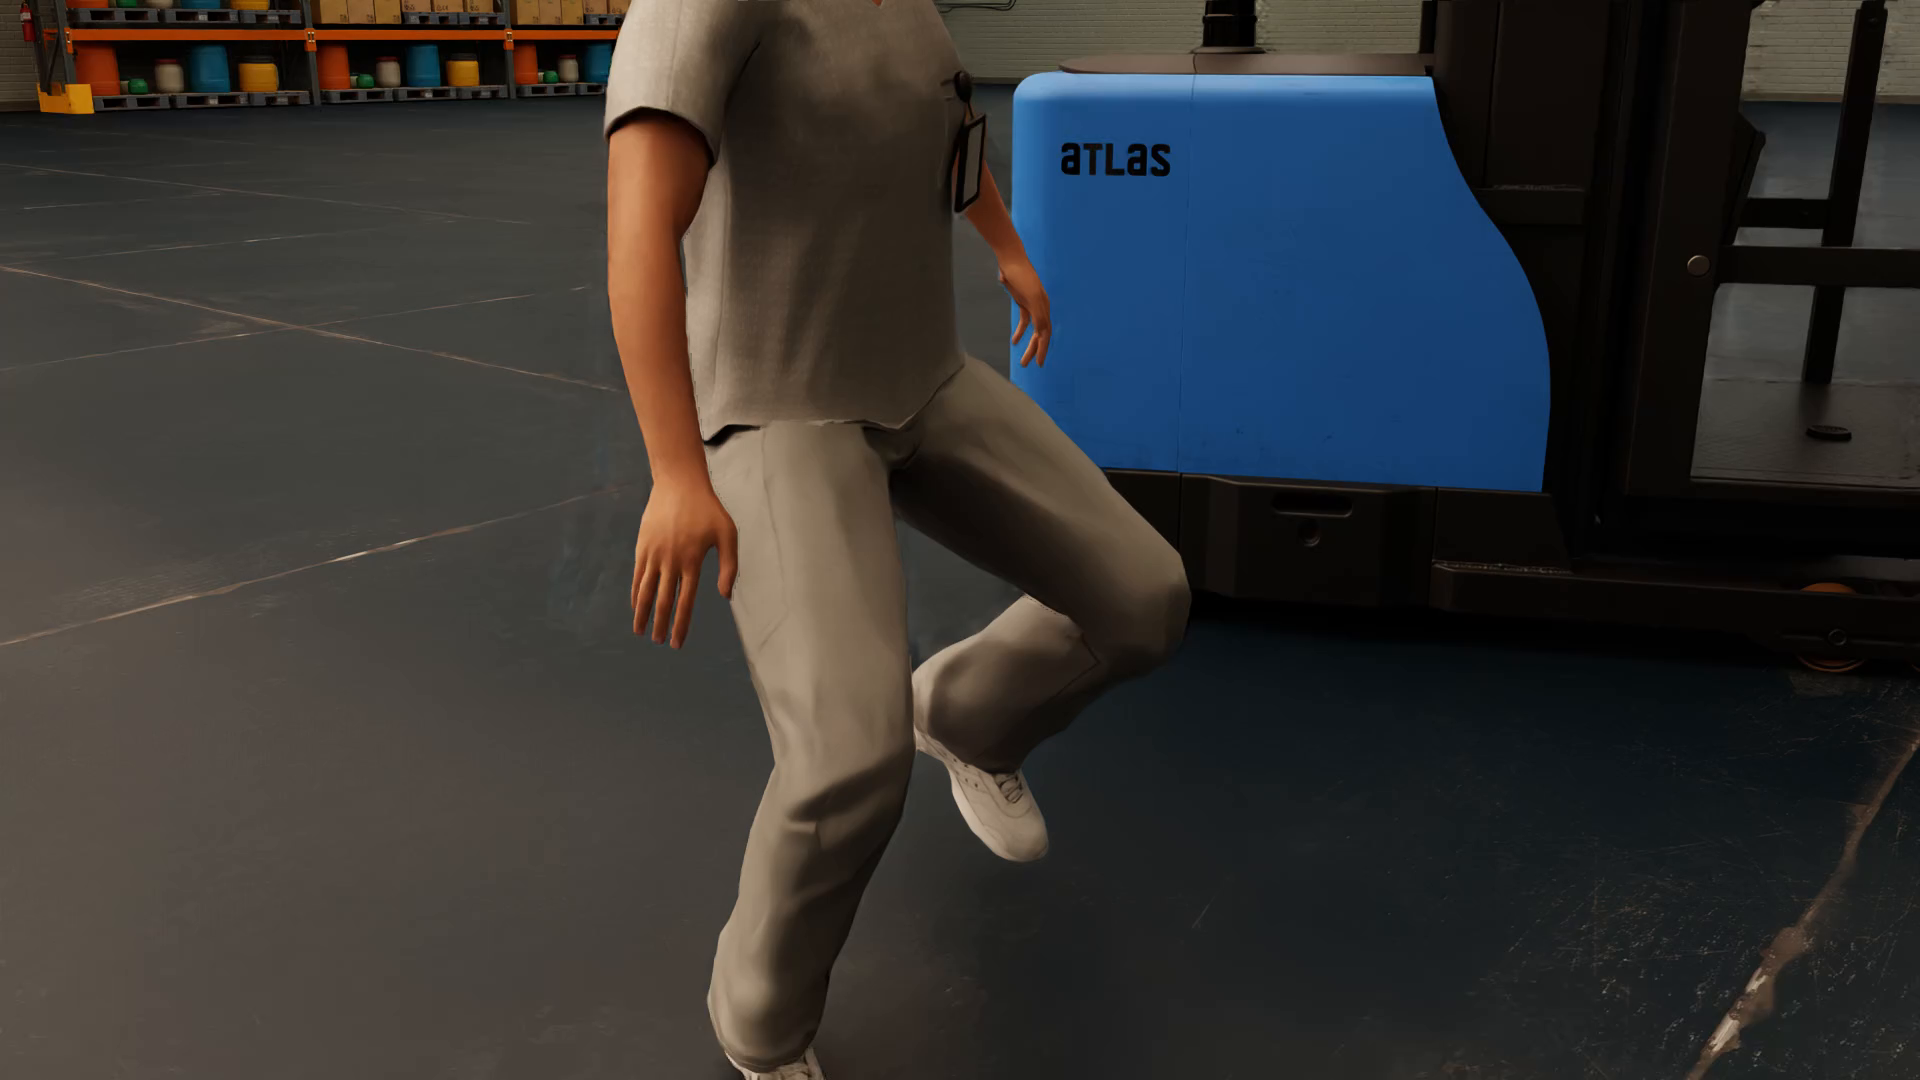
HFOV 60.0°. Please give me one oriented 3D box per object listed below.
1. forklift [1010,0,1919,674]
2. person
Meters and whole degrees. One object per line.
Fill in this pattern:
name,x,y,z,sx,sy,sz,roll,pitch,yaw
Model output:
forklift,1.662,-1.310,3.212,3.031,2.935,1.130,4,17,12
person,-0.093,-0.146,1.822,0.496,1.561,0.878,14,22,38
